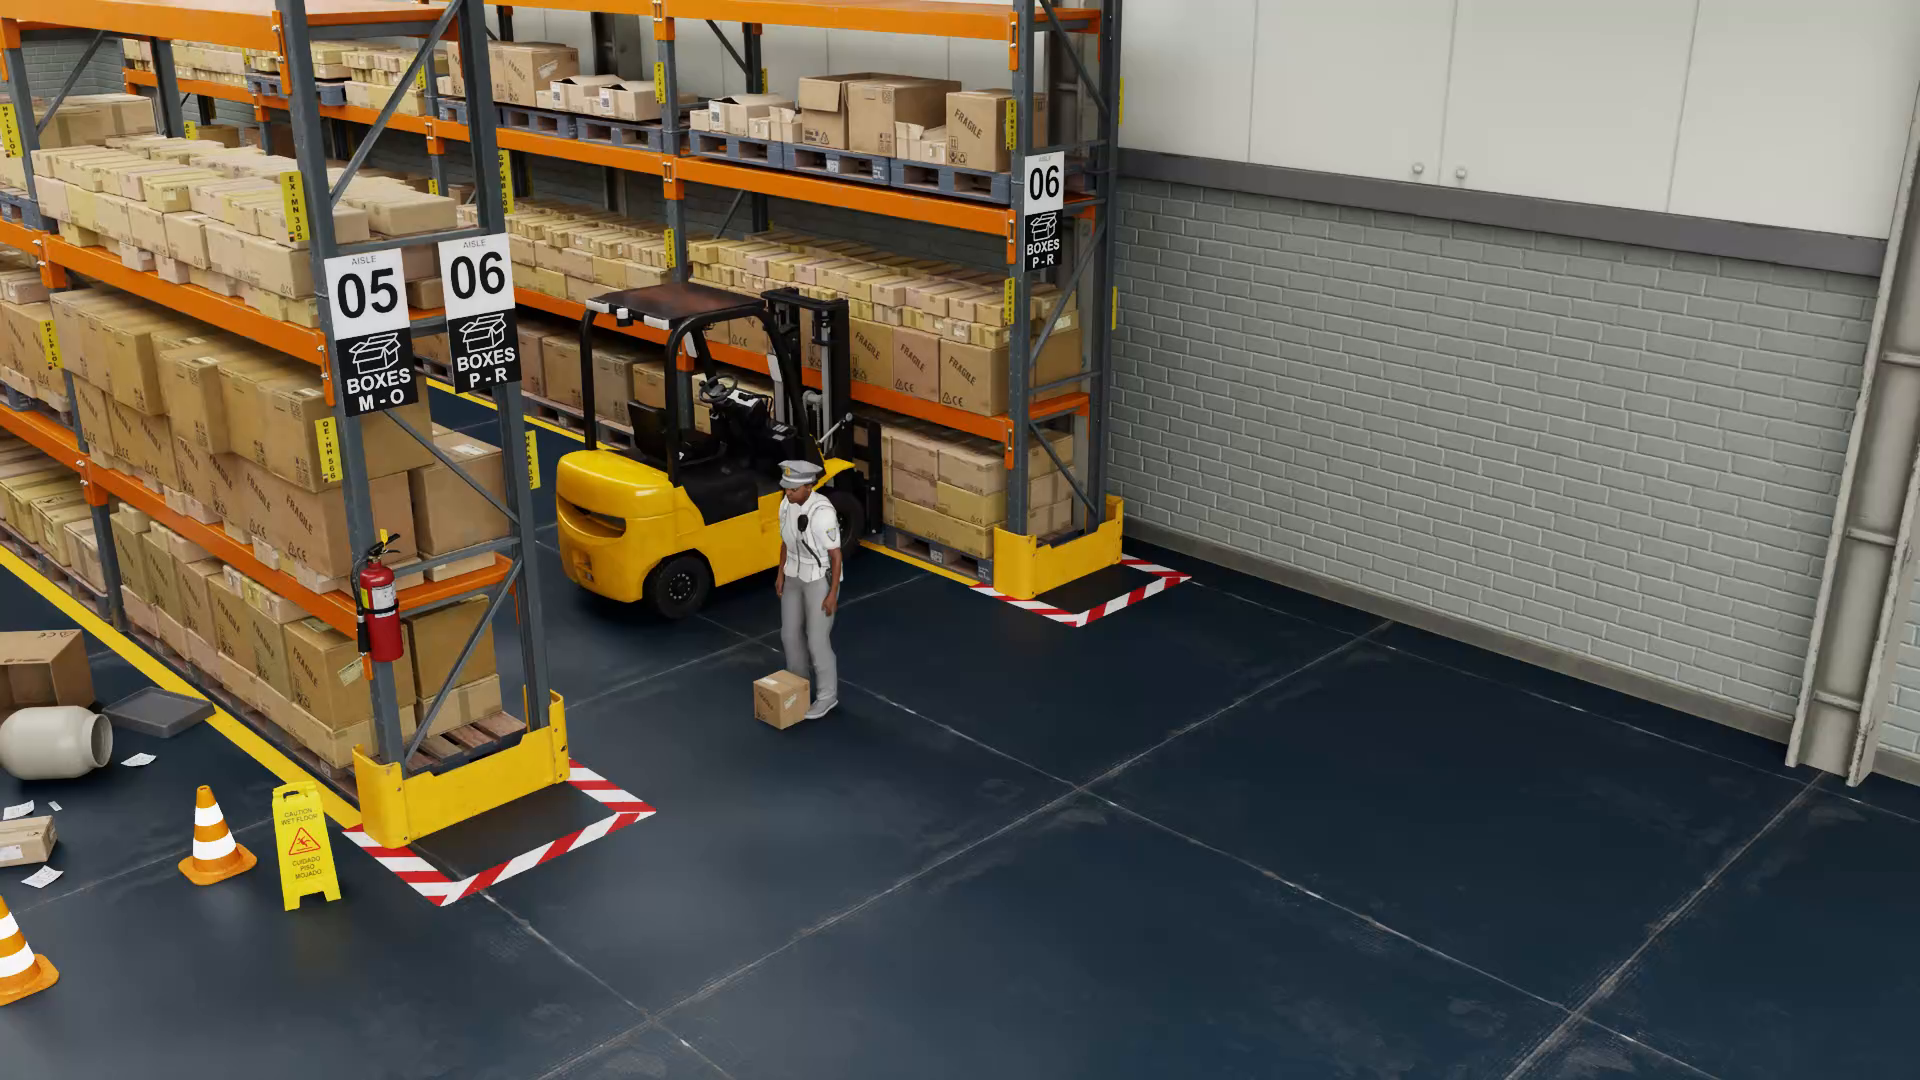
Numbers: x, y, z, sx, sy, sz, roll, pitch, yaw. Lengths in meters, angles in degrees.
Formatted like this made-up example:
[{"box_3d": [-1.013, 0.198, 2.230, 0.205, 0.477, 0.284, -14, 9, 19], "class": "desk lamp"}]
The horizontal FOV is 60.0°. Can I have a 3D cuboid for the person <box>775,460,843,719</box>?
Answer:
[{"box_3d": [-0.954, 0.278, 10.341, 0.532, 1.662, 0.396, 17, 27, 38], "class": "person"}]
